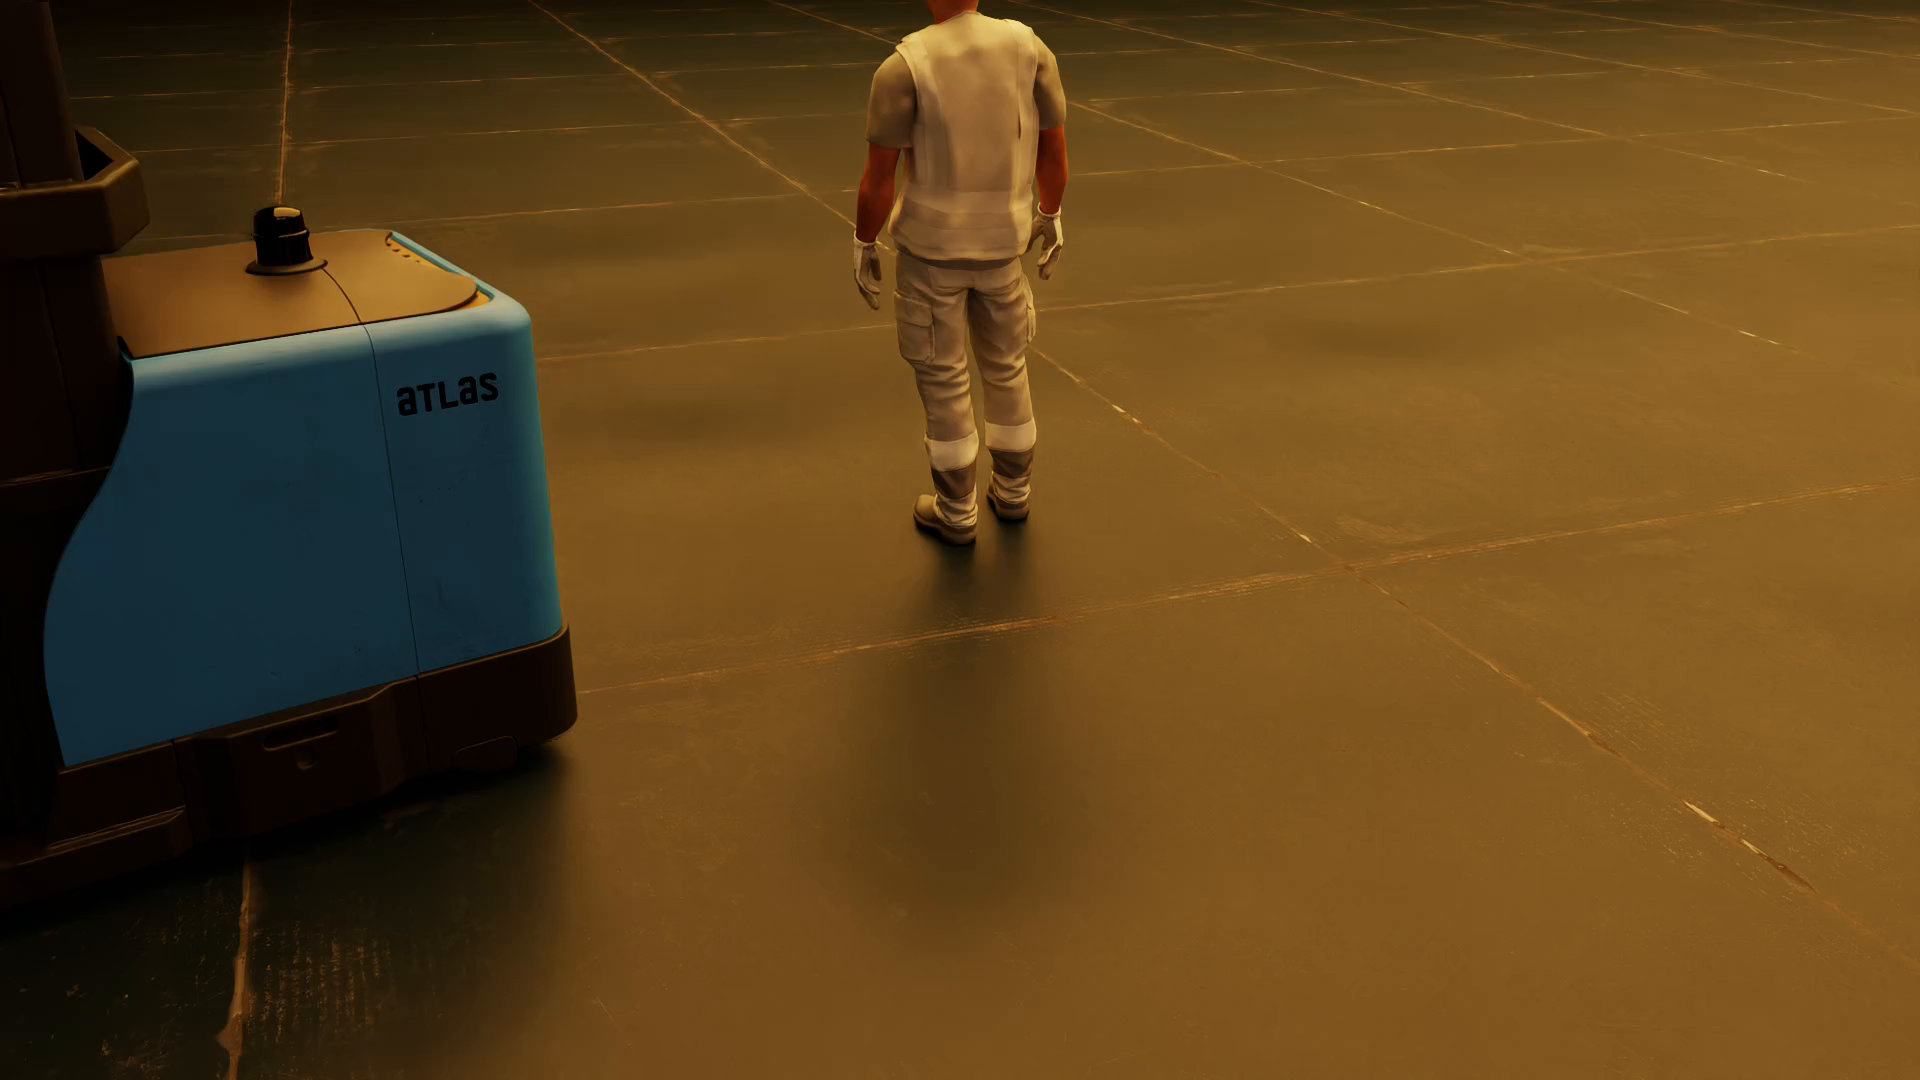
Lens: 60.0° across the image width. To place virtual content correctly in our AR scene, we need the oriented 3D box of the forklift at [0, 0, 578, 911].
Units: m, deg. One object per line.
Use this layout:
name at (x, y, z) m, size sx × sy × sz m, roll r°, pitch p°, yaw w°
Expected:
forklift at (-2.400, -0.686, 2.930) m, size 3.031 × 2.935 × 1.130 m, roll -15°, pitch 27°, yaw -32°

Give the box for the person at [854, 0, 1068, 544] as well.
person at (-0.018, -0.862, 4.803) m, size 0.638 × 1.789 × 0.562 m, roll -8°, pitch 24°, yaw -18°
